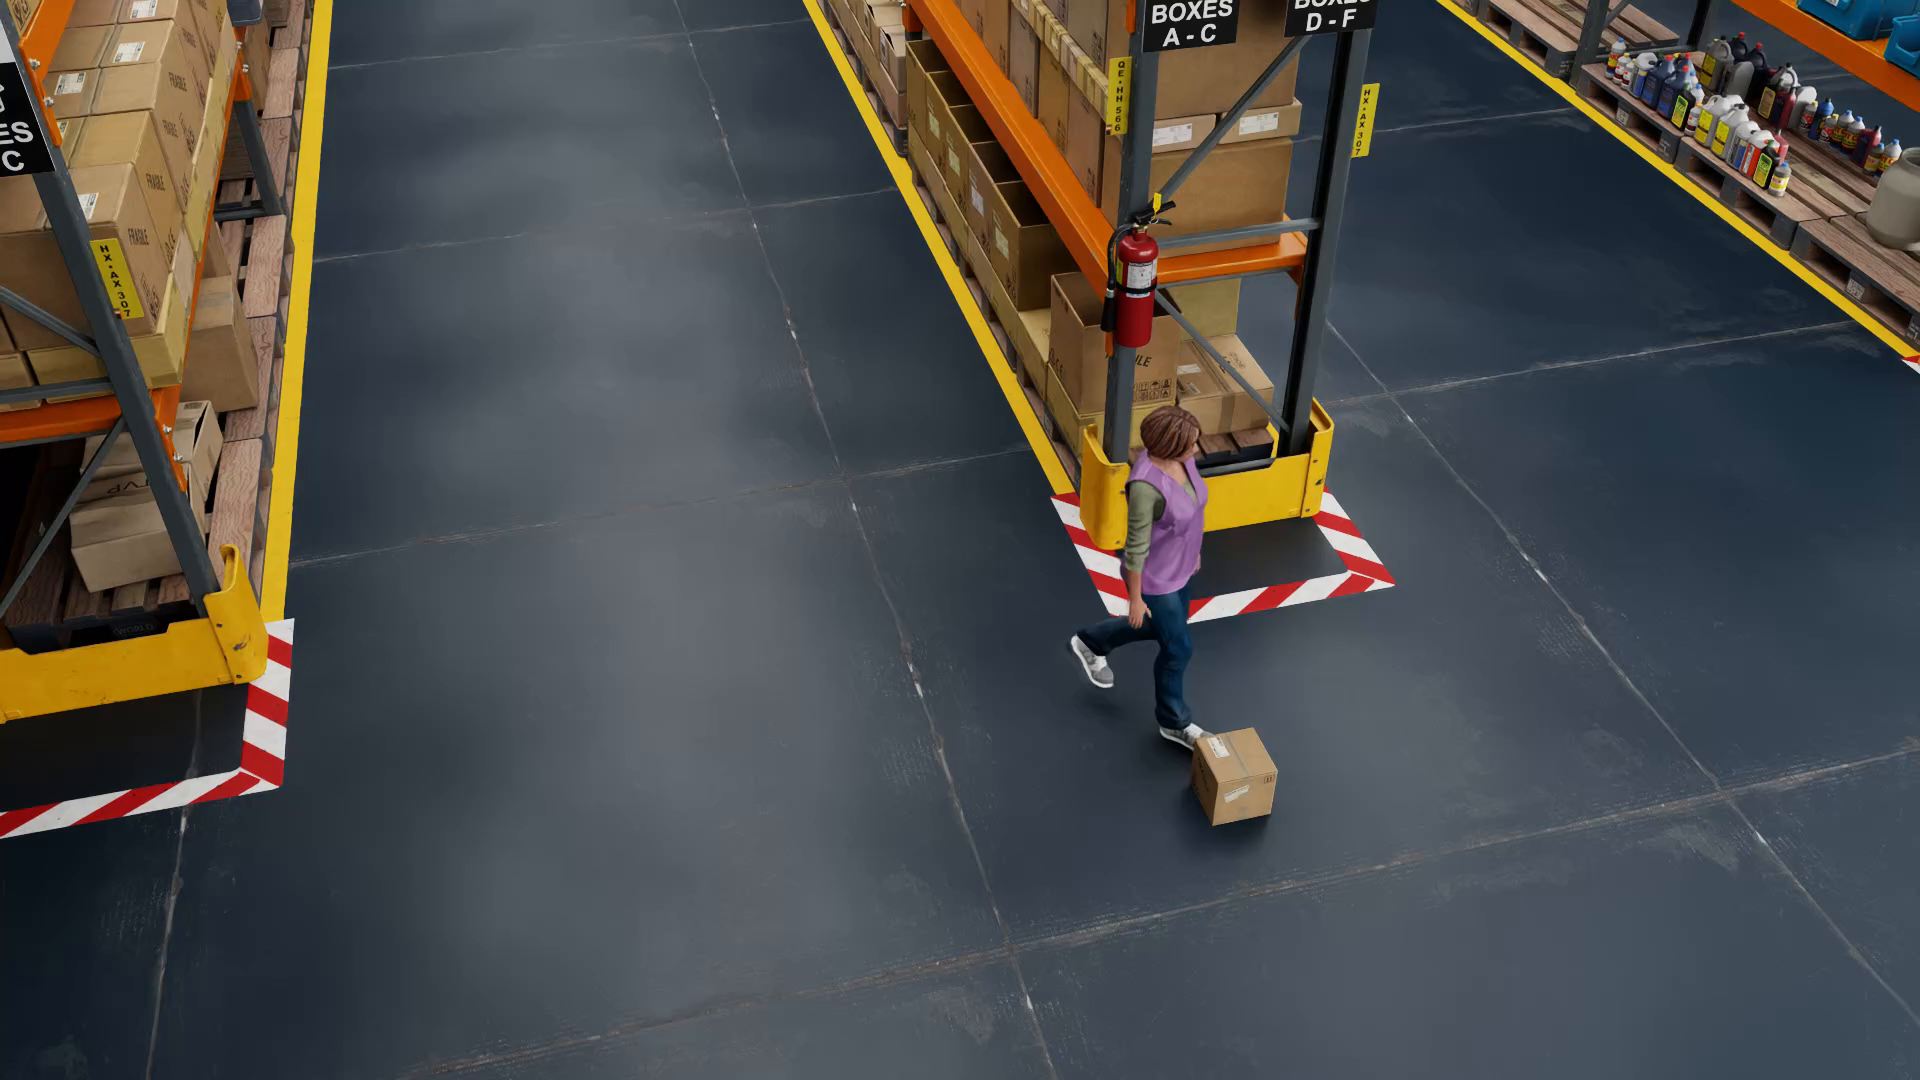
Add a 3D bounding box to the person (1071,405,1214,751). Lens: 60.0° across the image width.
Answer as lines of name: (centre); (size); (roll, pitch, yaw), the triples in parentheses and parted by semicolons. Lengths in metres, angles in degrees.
person: (0.777, 0.120, 6.567); (0.736, 1.576, 0.456); (17, 42, 20)
